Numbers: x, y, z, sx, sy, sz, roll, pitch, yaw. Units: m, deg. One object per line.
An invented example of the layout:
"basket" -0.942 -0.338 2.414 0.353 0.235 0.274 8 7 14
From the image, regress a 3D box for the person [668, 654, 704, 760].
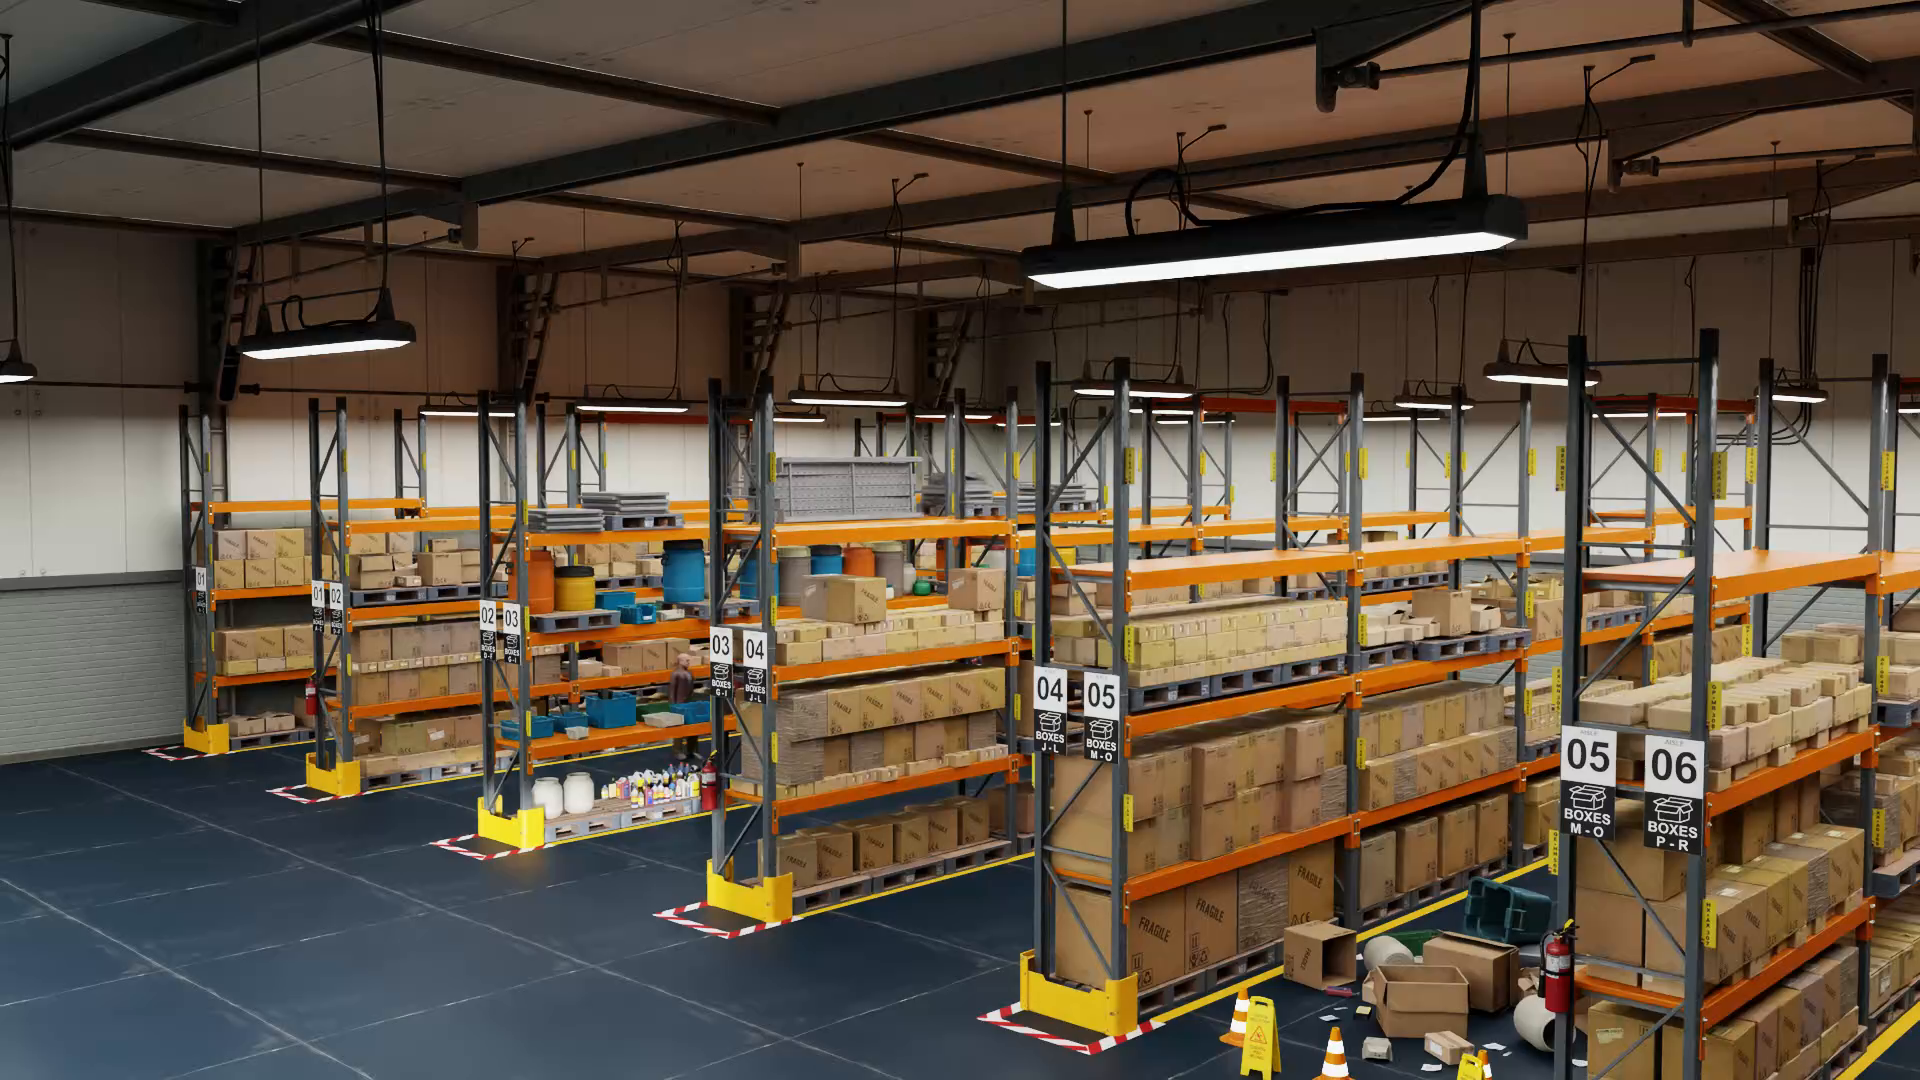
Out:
"person" -4.624 2.828 27.957 0.454 1.830 0.654 2 4 31
